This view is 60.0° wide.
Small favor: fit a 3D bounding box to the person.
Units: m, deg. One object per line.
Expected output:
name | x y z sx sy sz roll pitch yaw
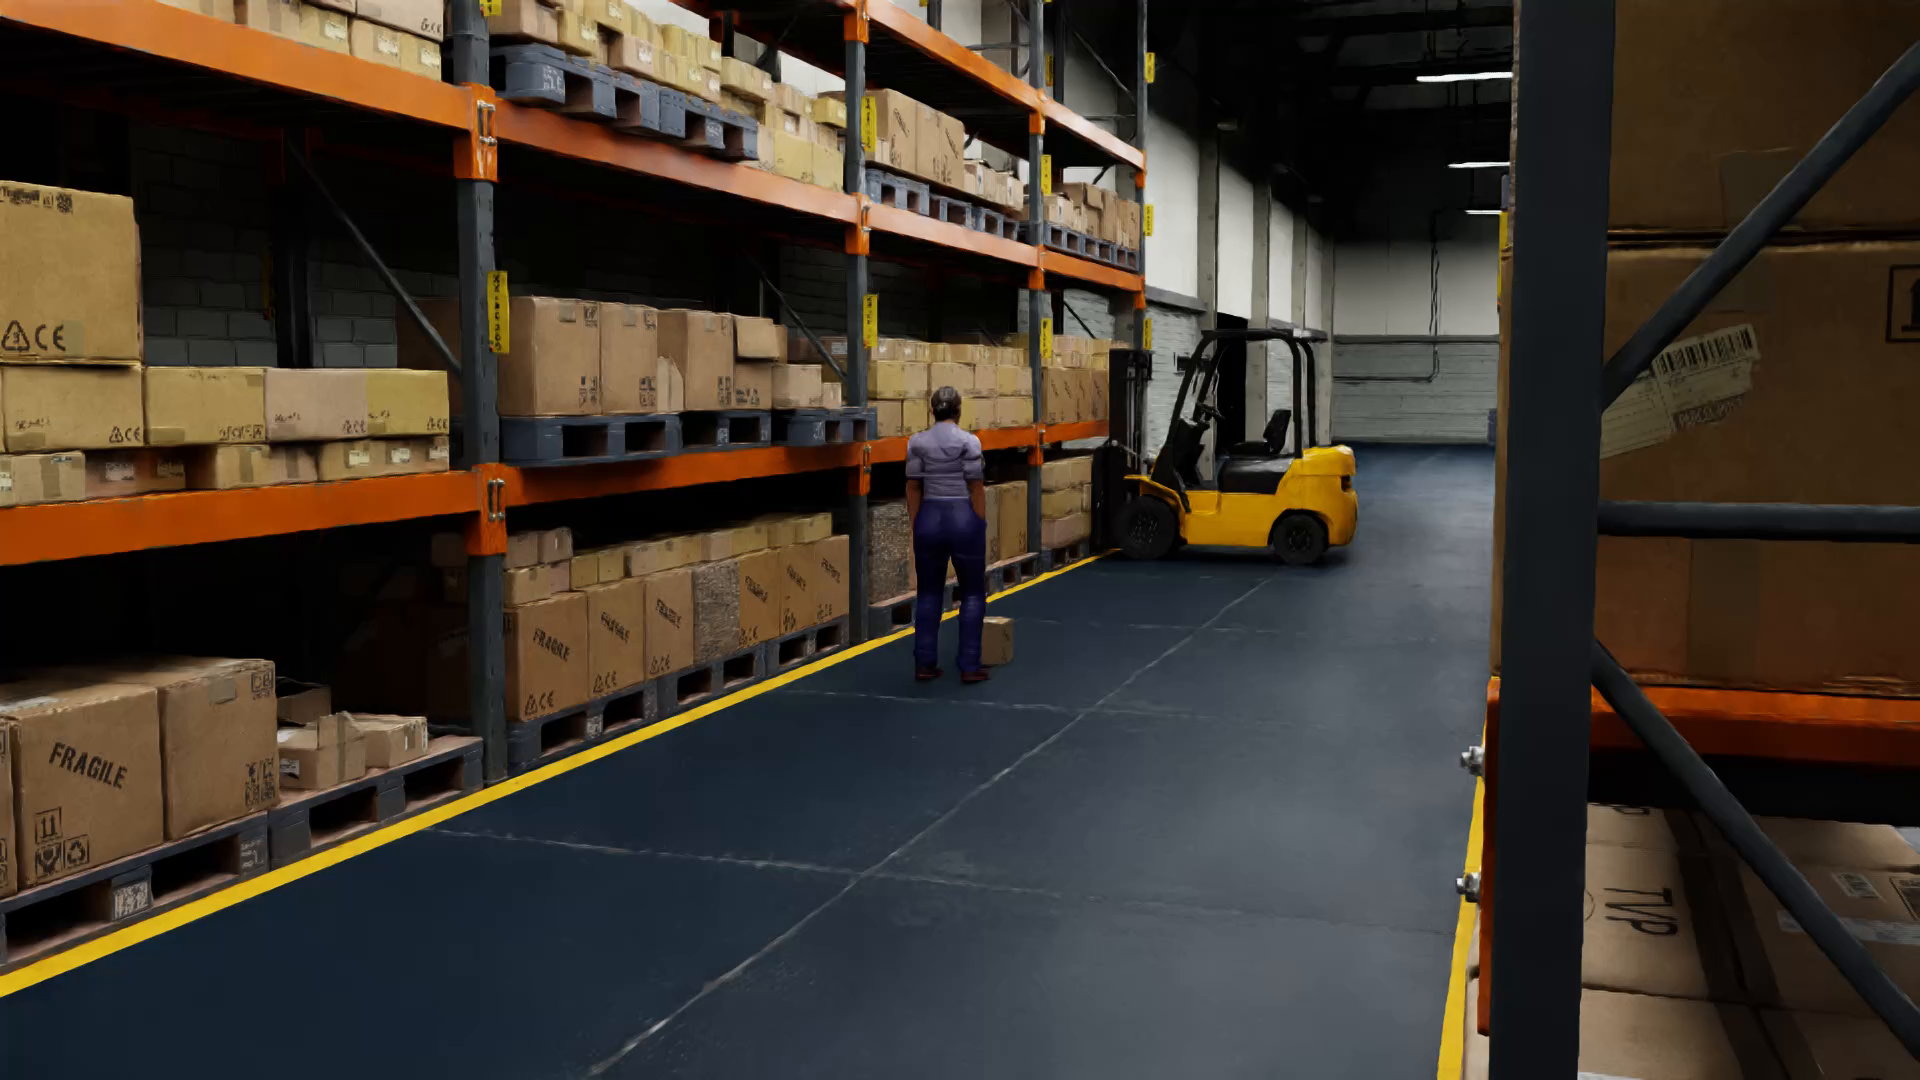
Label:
person | -0.073 -0.038 9.282 0.471 1.644 0.341 2 6 20
